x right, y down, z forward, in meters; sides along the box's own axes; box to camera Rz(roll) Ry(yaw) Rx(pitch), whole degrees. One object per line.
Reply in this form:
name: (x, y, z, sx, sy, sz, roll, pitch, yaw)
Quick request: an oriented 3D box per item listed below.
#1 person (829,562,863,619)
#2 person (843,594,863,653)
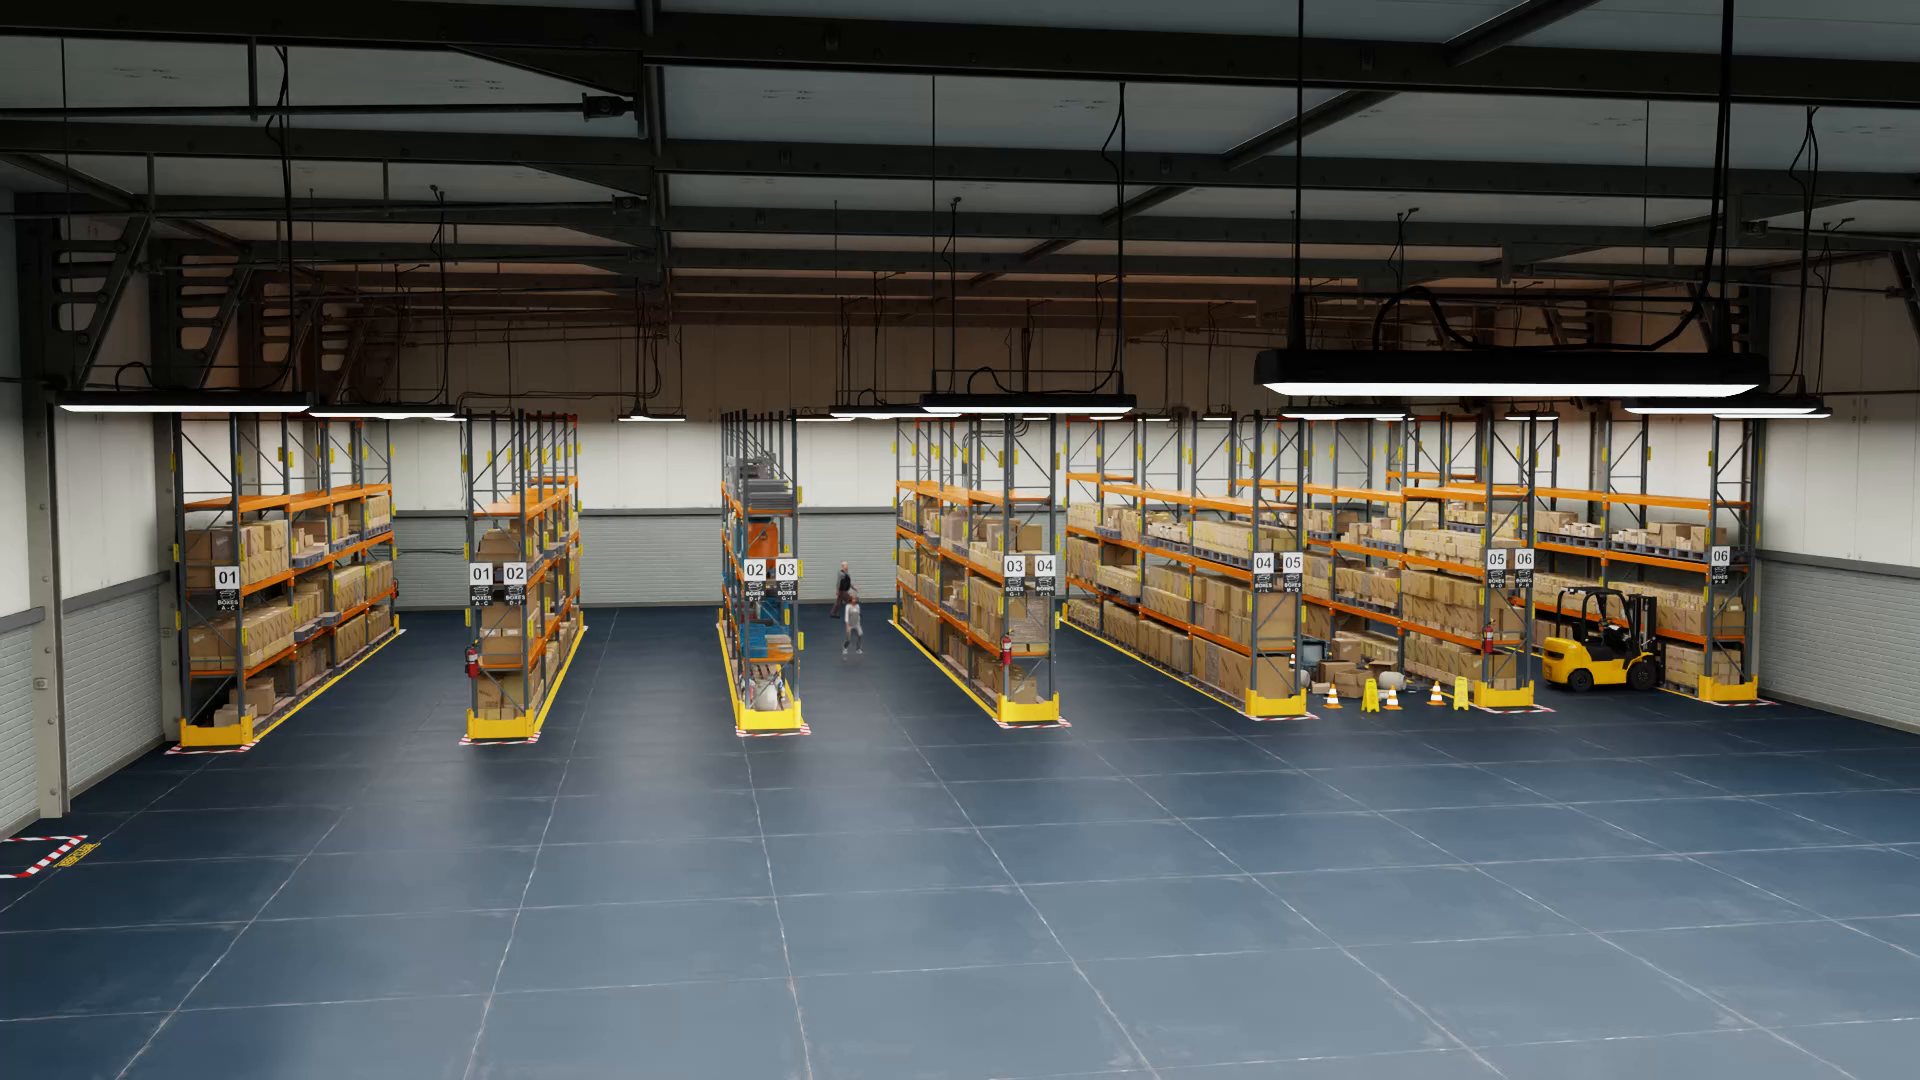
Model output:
person: (-3.327, 1.472, 48.639, 0.997, 1.664, 0.498, 0, 4, 0)
person: (-2.561, 2.010, 39.596, 0.414, 1.444, 0.882, -1, 4, -20)
